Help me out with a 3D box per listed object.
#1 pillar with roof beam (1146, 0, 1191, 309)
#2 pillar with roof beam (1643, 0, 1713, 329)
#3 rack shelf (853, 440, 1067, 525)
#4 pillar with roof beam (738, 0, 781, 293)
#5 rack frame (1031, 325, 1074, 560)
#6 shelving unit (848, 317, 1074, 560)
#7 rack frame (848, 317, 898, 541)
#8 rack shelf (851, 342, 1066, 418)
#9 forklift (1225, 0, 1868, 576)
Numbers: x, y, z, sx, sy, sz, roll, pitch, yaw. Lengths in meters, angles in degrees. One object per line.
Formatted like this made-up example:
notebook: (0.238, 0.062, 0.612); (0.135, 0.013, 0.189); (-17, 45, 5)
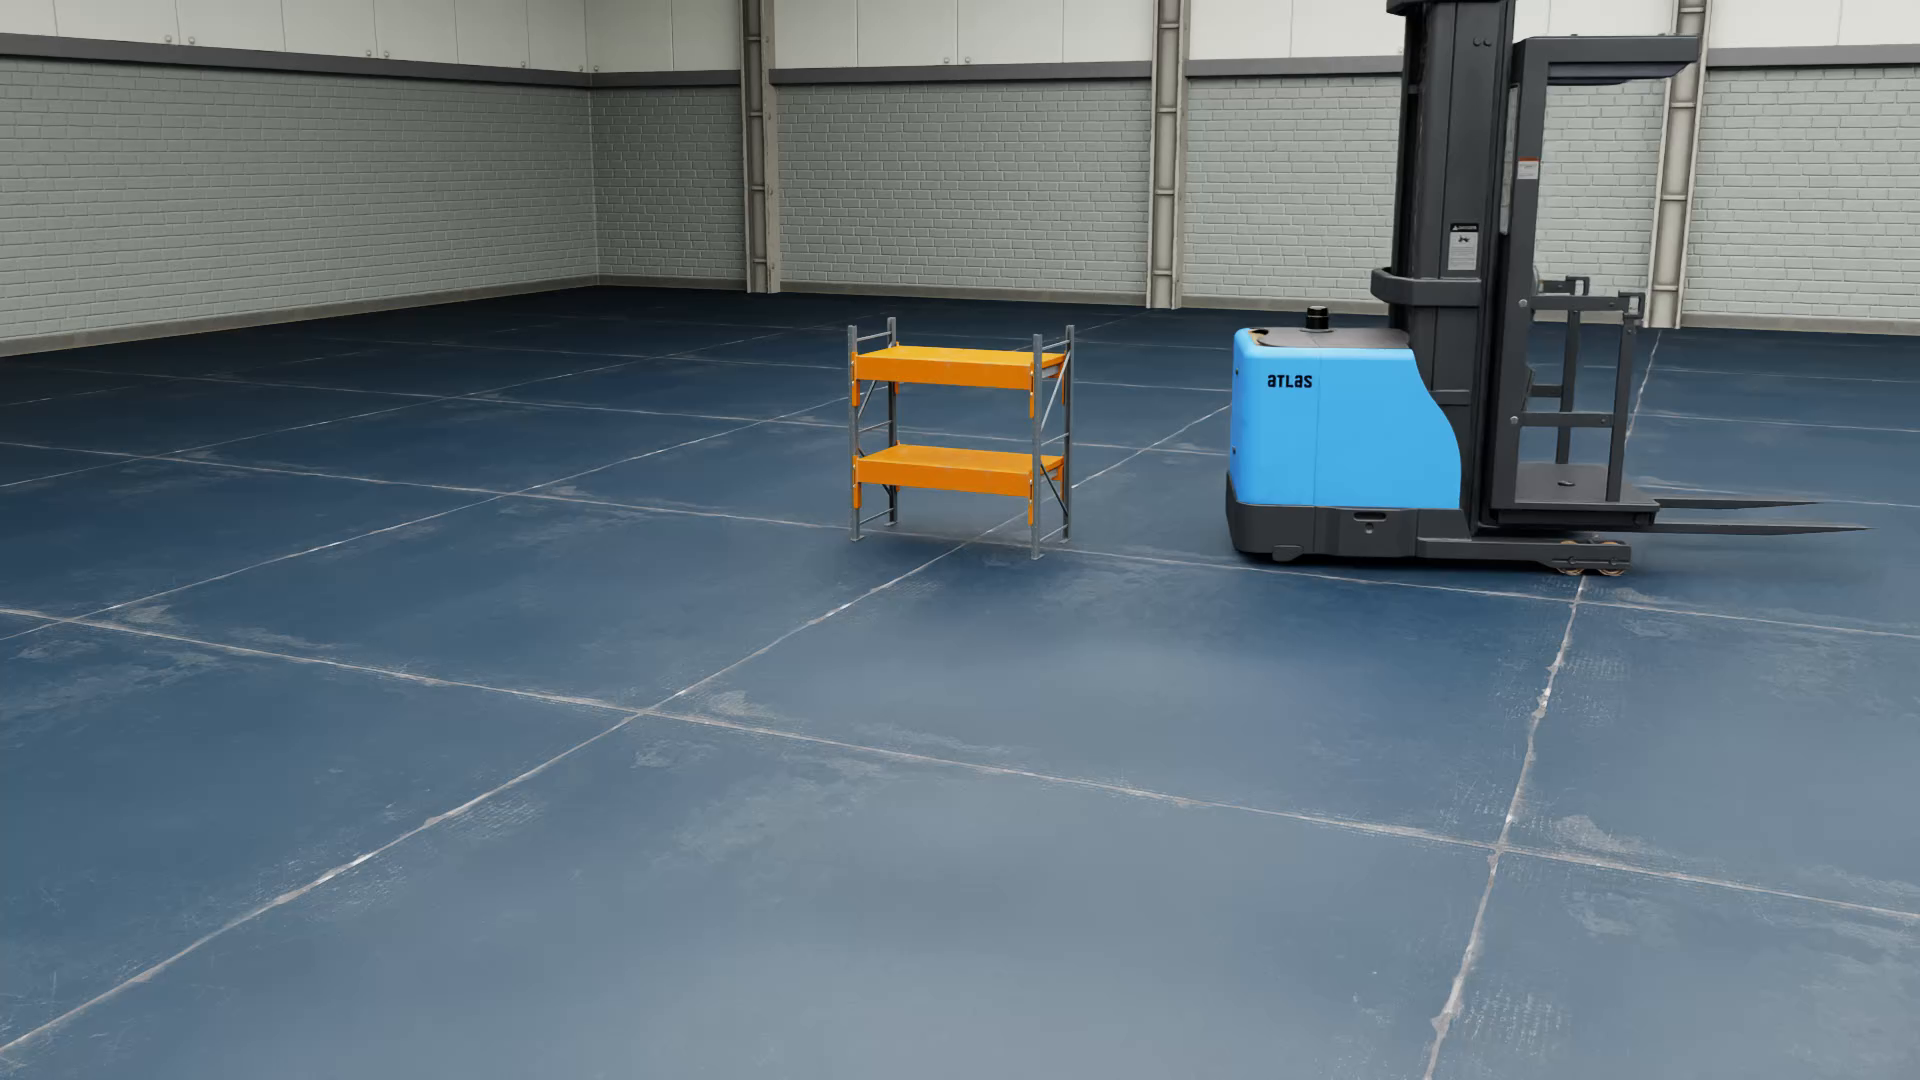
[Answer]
pillar with roof beam: (0.911, -6.510, 16.798); (0.400, 9.000, 9.100); (6, 14, 23)
pillar with roof beam: (6.397, -5.954, 14.432); (0.400, 9.000, 9.100); (6, 14, 23)
rack shelf: (0.006, -0.309, 8.680); (1.000, 0.278, 0.538); (6, 14, 23)
pillar with roof beam: (-4.575, -7.065, 19.164); (0.400, 9.000, 9.100); (6, 14, 23)
rack frame: (0.471, -0.500, 8.423); (0.032, 1.125, 0.500); (6, 14, 23)
shelving unit: (0.006, -0.547, 8.624); (1.048, 1.125, 0.538); (6, 14, 23)
rack frame: (-0.459, -0.594, 8.824); (0.032, 1.125, 0.500); (6, 14, 23)
rack shelf: (0.006, -0.832, 8.557); (1.000, 0.278, 0.538); (6, 14, 23)
forklift: (2.915, -1.380, 8.219); (3.031, 2.935, 1.130); (1, 13, 6)
